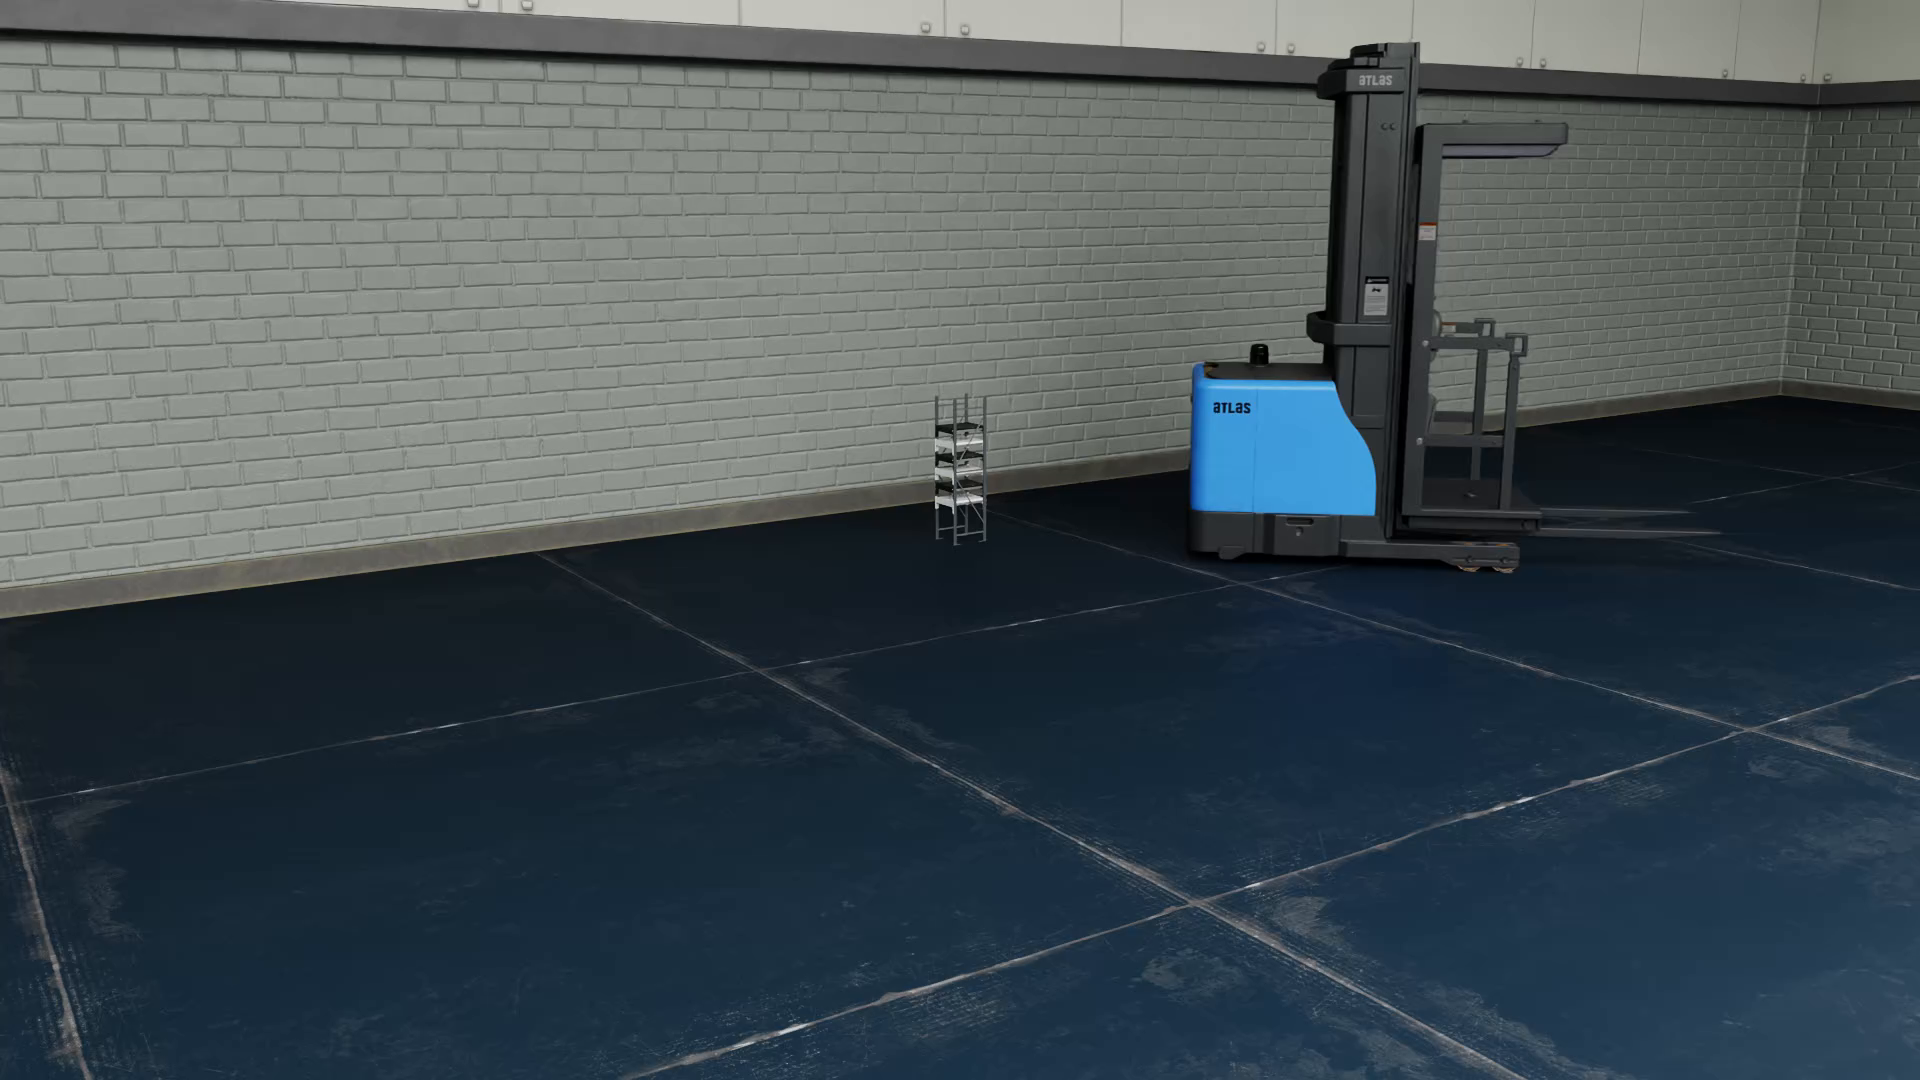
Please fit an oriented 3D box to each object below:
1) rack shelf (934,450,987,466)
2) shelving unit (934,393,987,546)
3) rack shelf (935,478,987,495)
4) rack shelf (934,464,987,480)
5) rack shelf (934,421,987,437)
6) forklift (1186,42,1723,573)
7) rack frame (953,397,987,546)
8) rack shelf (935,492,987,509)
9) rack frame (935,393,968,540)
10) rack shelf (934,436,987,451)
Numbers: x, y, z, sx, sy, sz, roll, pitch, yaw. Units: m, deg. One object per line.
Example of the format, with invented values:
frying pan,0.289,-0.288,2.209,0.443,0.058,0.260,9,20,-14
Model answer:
rack shelf,0.004,-0.494,10.247,0.258,0.077,0.200,-8,15,-33
shelving unit,0.004,-0.438,10.259,0.258,0.900,0.210,-8,15,-33
rack shelf,0.004,-0.318,10.285,0.258,0.077,0.200,-8,15,-33
rack shelf,0.004,-0.406,10.266,0.258,0.077,0.200,-8,15,-33
rack shelf,0.004,-0.669,10.208,0.258,0.077,0.200,-8,15,-33
forklift,2.897,-1.364,9.739,3.031,2.935,1.130,2,12,7
rack frame,0.061,-0.420,10.176,0.240,0.900,0.006,-8,15,-33
rack shelf,0.004,-0.230,10.305,0.258,0.077,0.200,-8,15,-33
rack frame,-0.052,-0.456,10.342,0.240,0.900,0.006,-8,15,-33
rack shelf,0.004,-0.581,10.228,0.258,0.077,0.200,-8,15,-33
